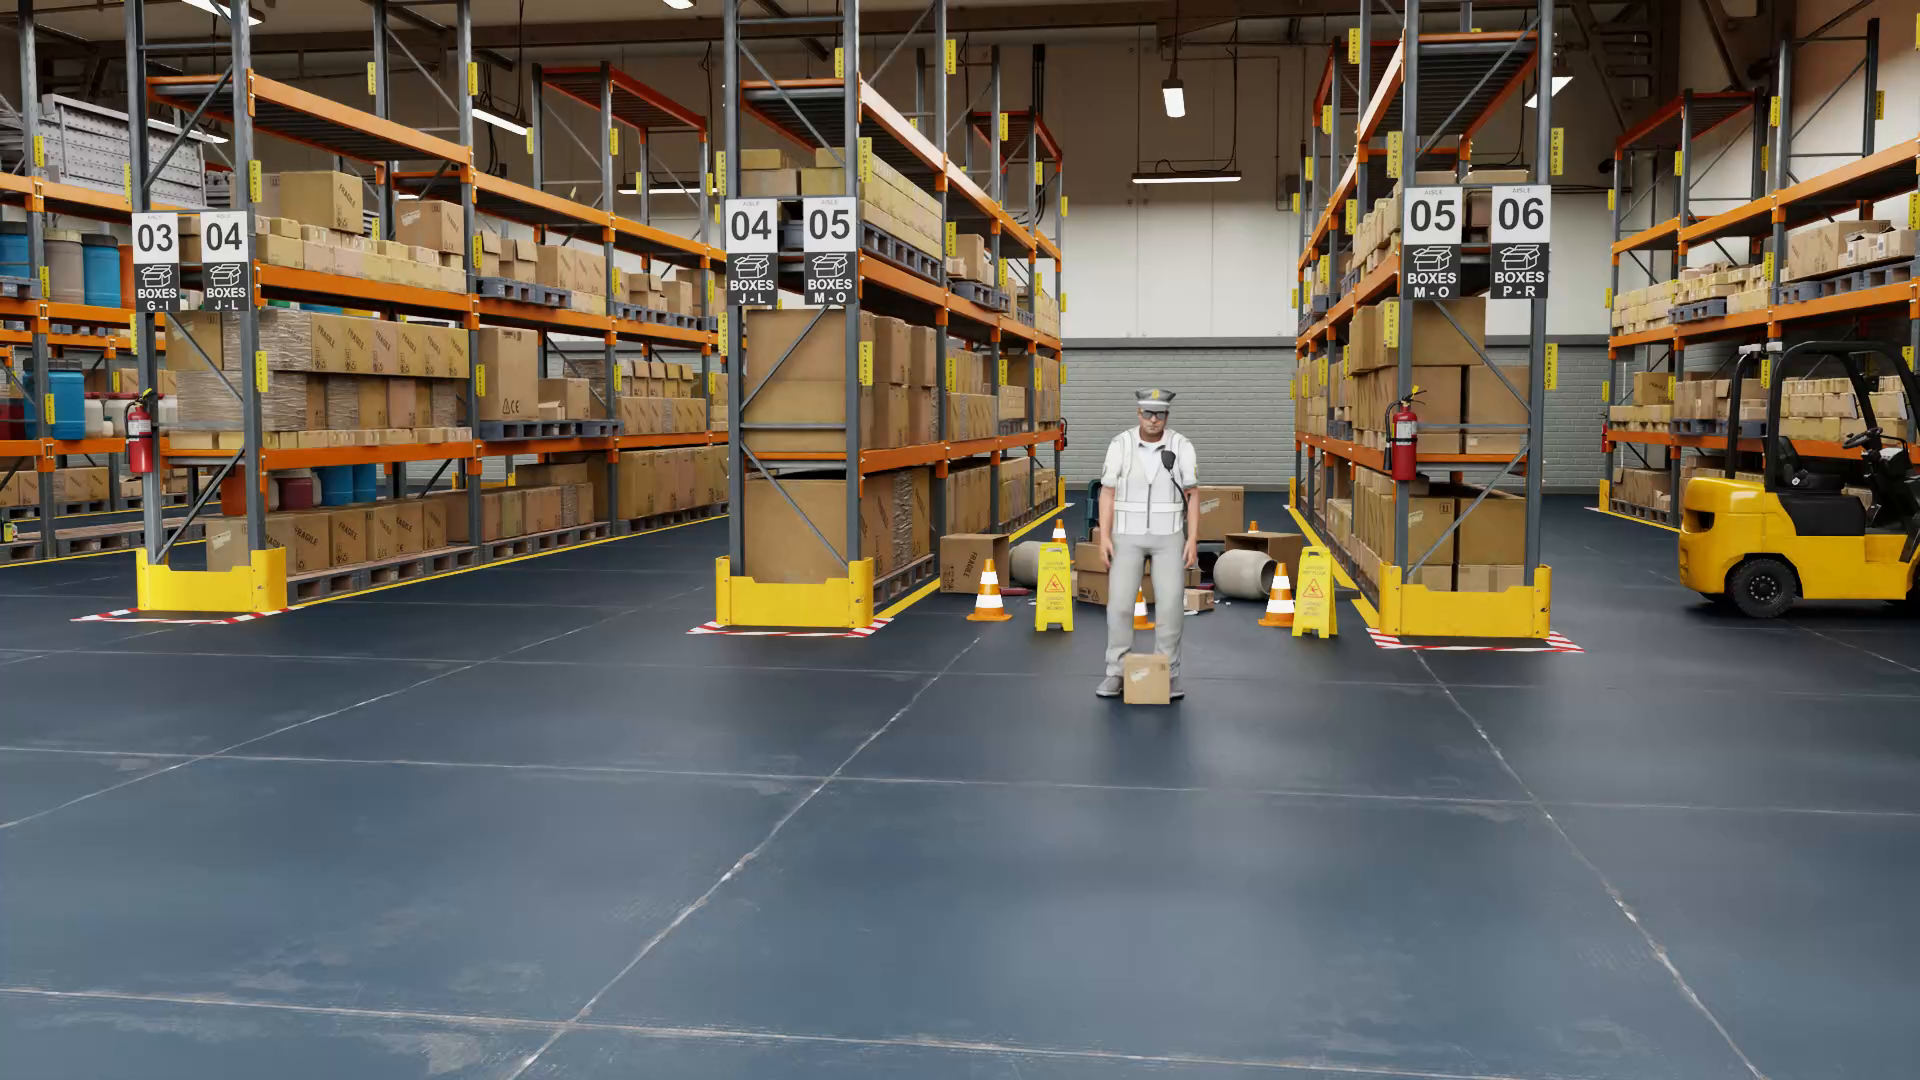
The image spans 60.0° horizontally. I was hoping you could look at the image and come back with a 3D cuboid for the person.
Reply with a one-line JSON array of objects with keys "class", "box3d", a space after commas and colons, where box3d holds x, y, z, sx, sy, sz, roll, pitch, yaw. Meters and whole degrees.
[{"class": "person", "box3d": [1.078, 0.007, 9.500, 0.580, 1.748, 0.434, 1, 4, 7]}]
